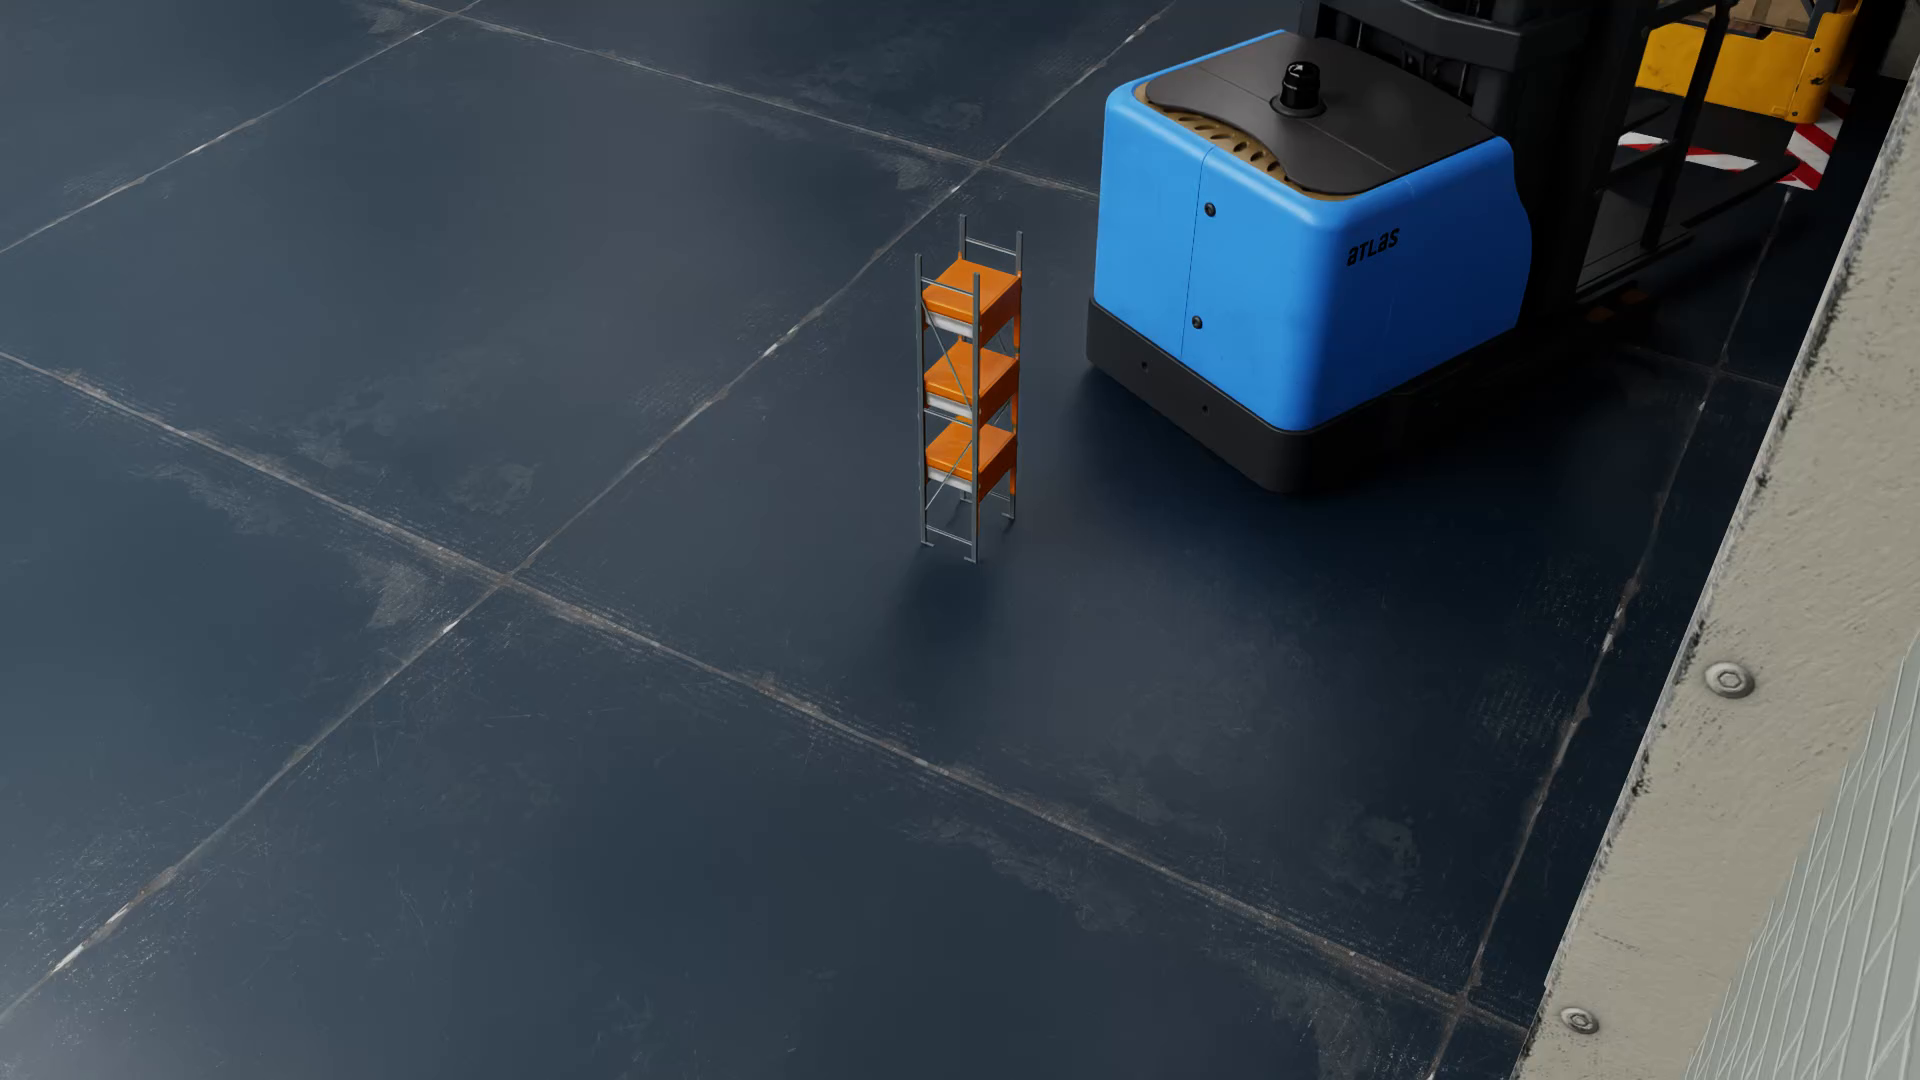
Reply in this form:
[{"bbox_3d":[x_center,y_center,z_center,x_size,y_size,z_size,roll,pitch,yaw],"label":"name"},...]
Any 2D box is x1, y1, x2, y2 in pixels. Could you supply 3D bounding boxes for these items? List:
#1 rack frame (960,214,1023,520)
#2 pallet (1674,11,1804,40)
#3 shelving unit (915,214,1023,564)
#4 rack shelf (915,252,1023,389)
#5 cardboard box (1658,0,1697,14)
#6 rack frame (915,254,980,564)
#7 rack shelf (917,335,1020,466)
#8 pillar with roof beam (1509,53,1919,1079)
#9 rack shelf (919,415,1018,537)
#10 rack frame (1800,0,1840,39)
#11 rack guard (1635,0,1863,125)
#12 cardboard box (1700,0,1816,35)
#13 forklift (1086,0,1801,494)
[{"bbox_3d":[0.088,-0.494,5.017,0.200,1.050,0.008,21,45,22],"label":"rack frame"},{"bbox_3d":[3.694,-2.651,8.101,1.003,0.211,1.213,21,45,22],"label":"pallet"},{"bbox_3d":[0.027,-0.425,4.938,0.215,1.050,0.252,21,45,22],"label":"shelving unit"},{"bbox_3d":[0.027,-0.630,4.757,0.215,0.259,0.240,21,45,22],"label":"rack shelf"},{"bbox_3d":[3.310,-2.745,7.860,0.500,0.250,0.500,21,46,22],"label":"cardboard box"},{"bbox_3d":[-0.034,-0.355,4.859,0.200,1.050,0.008,21,45,22],"label":"rack frame"},{"bbox_3d":[0.027,-0.417,4.945,0.215,0.259,0.240,21,45,22],"label":"rack shelf"},{"bbox_3d":[-2.253,-3.588,2.516,9.100,9.000,0.400,21,45,22],"label":"pillar with roof beam"},{"bbox_3d":[0.027,-0.208,5.128,0.215,0.259,0.240,21,45,22],"label":"rack shelf"},{"bbox_3d":[3.348,-3.246,6.666,1.000,3.000,0.127,21,45,22],"label":"rack frame"},{"bbox_3d":[3.336,-2.294,7.477,1.175,0.500,0.348,21,45,22],"label":"rack guard"},{"bbox_3d":[3.763,-2.588,7.682,0.500,0.250,0.500,21,46,22],"label":"cardboard box"},{"bbox_3d":[1.936,-2.034,5.342,3.031,2.935,1.130,-26,47,-26],"label":"forklift"}]
